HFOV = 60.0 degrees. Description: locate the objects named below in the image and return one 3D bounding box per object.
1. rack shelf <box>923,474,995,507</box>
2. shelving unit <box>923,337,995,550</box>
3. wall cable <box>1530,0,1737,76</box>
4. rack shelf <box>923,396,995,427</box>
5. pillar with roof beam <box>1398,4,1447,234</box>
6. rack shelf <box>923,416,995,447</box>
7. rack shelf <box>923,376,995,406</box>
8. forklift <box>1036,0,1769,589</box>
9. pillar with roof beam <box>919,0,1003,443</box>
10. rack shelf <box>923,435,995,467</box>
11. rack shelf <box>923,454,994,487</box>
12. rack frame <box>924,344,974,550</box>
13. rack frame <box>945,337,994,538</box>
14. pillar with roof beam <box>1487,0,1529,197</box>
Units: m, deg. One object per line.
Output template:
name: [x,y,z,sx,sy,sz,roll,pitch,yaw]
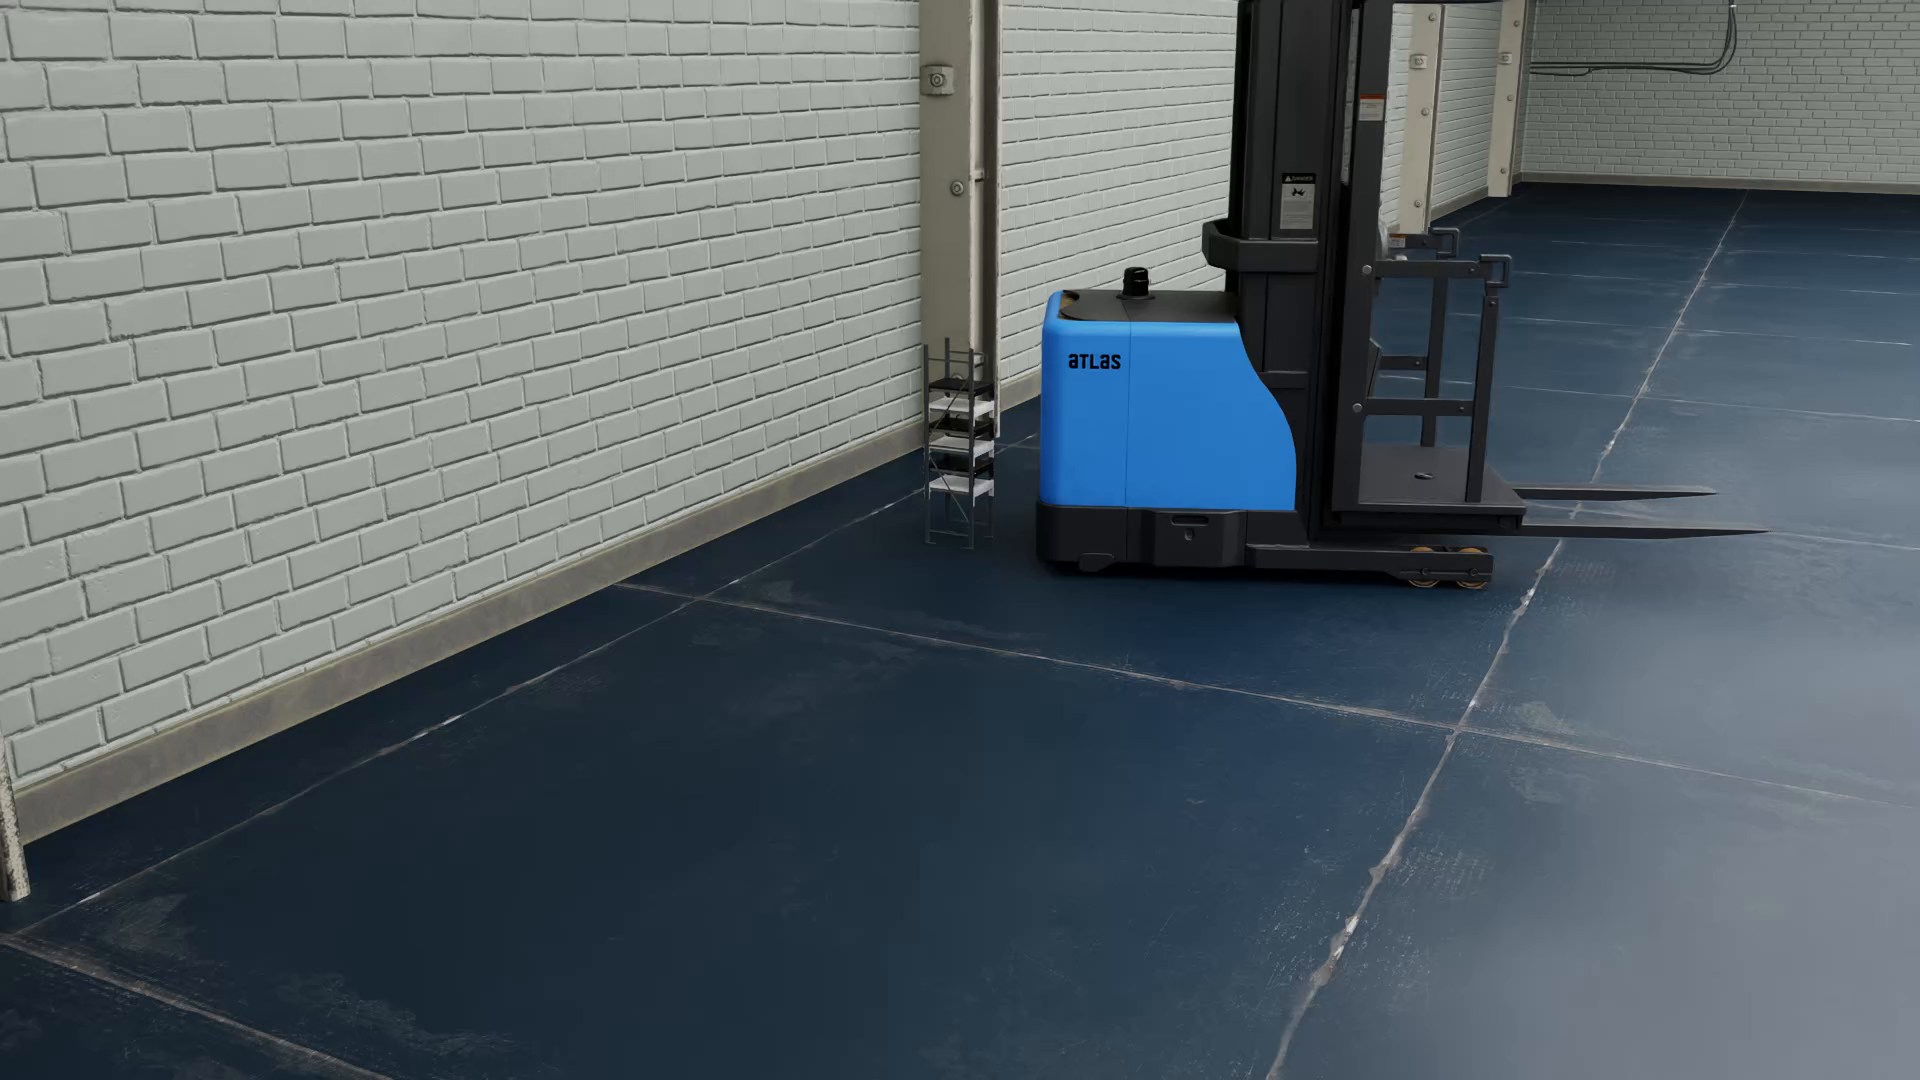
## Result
rack shelf: [-0.004,-0.225,7.450,0.258,0.077,0.200,8,18,25]
shelving unit: [-0.004,-0.429,7.389,0.258,0.900,0.210,8,18,25]
wall cable: [10.548,-8.559,25.989,3.097,2.526,0.112,8,18,25]
rack shelf: [-0.004,-0.570,7.348,0.258,0.077,0.200,8,18,25]
pillar with roof beam: [9.219,-7.389,16.597,9.100,9.000,0.400,8,18,25]
rack shelf: [-0.004,-0.484,7.373,0.258,0.077,0.200,8,18,25]
rack shelf: [-0.004,-0.656,7.322,0.258,0.077,0.200,8,18,25]
forklift: [1.867,-1.361,6.959,3.031,2.935,1.130,1,17,5]
pillar with roof beam: [3.857,-4.332,6.306,9.100,9.000,0.400,8,18,25]
rack shelf: [-0.004,-0.397,7.399,0.258,0.077,0.200,8,18,25]
rack shelf: [-0.004,-0.311,7.424,0.258,0.077,0.200,8,18,25]
rack frame: [-0.049,-0.403,7.302,0.240,0.900,0.006,8,18,25]
rack frame: [0.042,-0.455,7.476,0.240,0.900,0.006,8,18,25]
pillar with roof beam: [11.900,-8.917,21.742,9.100,9.000,0.400,8,18,25]
